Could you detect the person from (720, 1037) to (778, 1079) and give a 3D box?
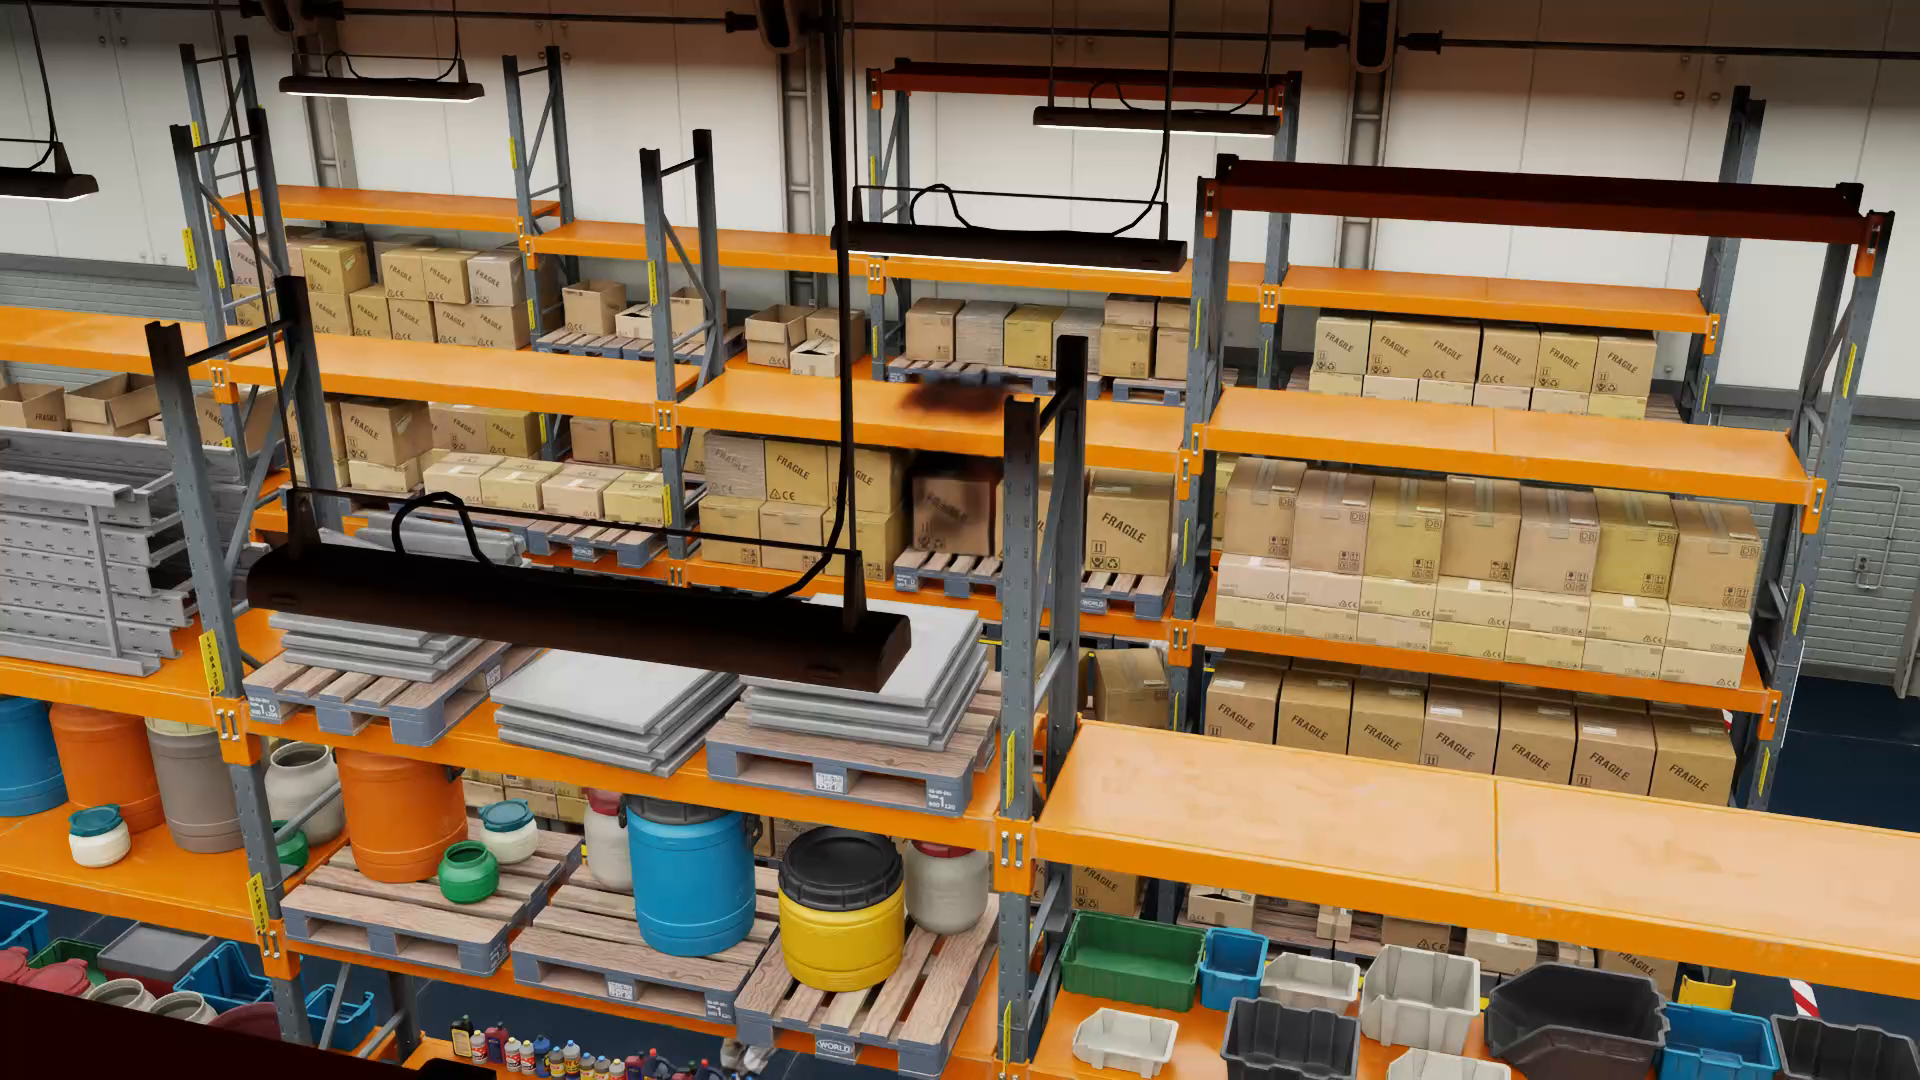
[{"bbox_3d":[-1.449,2.960,10.971,0.471,1.794,0.581,-12,26,-27],"label":"person"}]

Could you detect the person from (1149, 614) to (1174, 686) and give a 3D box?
[{"bbox_3d":[1.859,1.319,15.068,0.511,1.693,0.548,10,25,23],"label":"person"}]

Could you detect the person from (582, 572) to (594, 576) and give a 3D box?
[{"bbox_3d":[-3.539,1.055,16.147,0.430,1.605,0.373,9,24,21],"label":"person"}]
